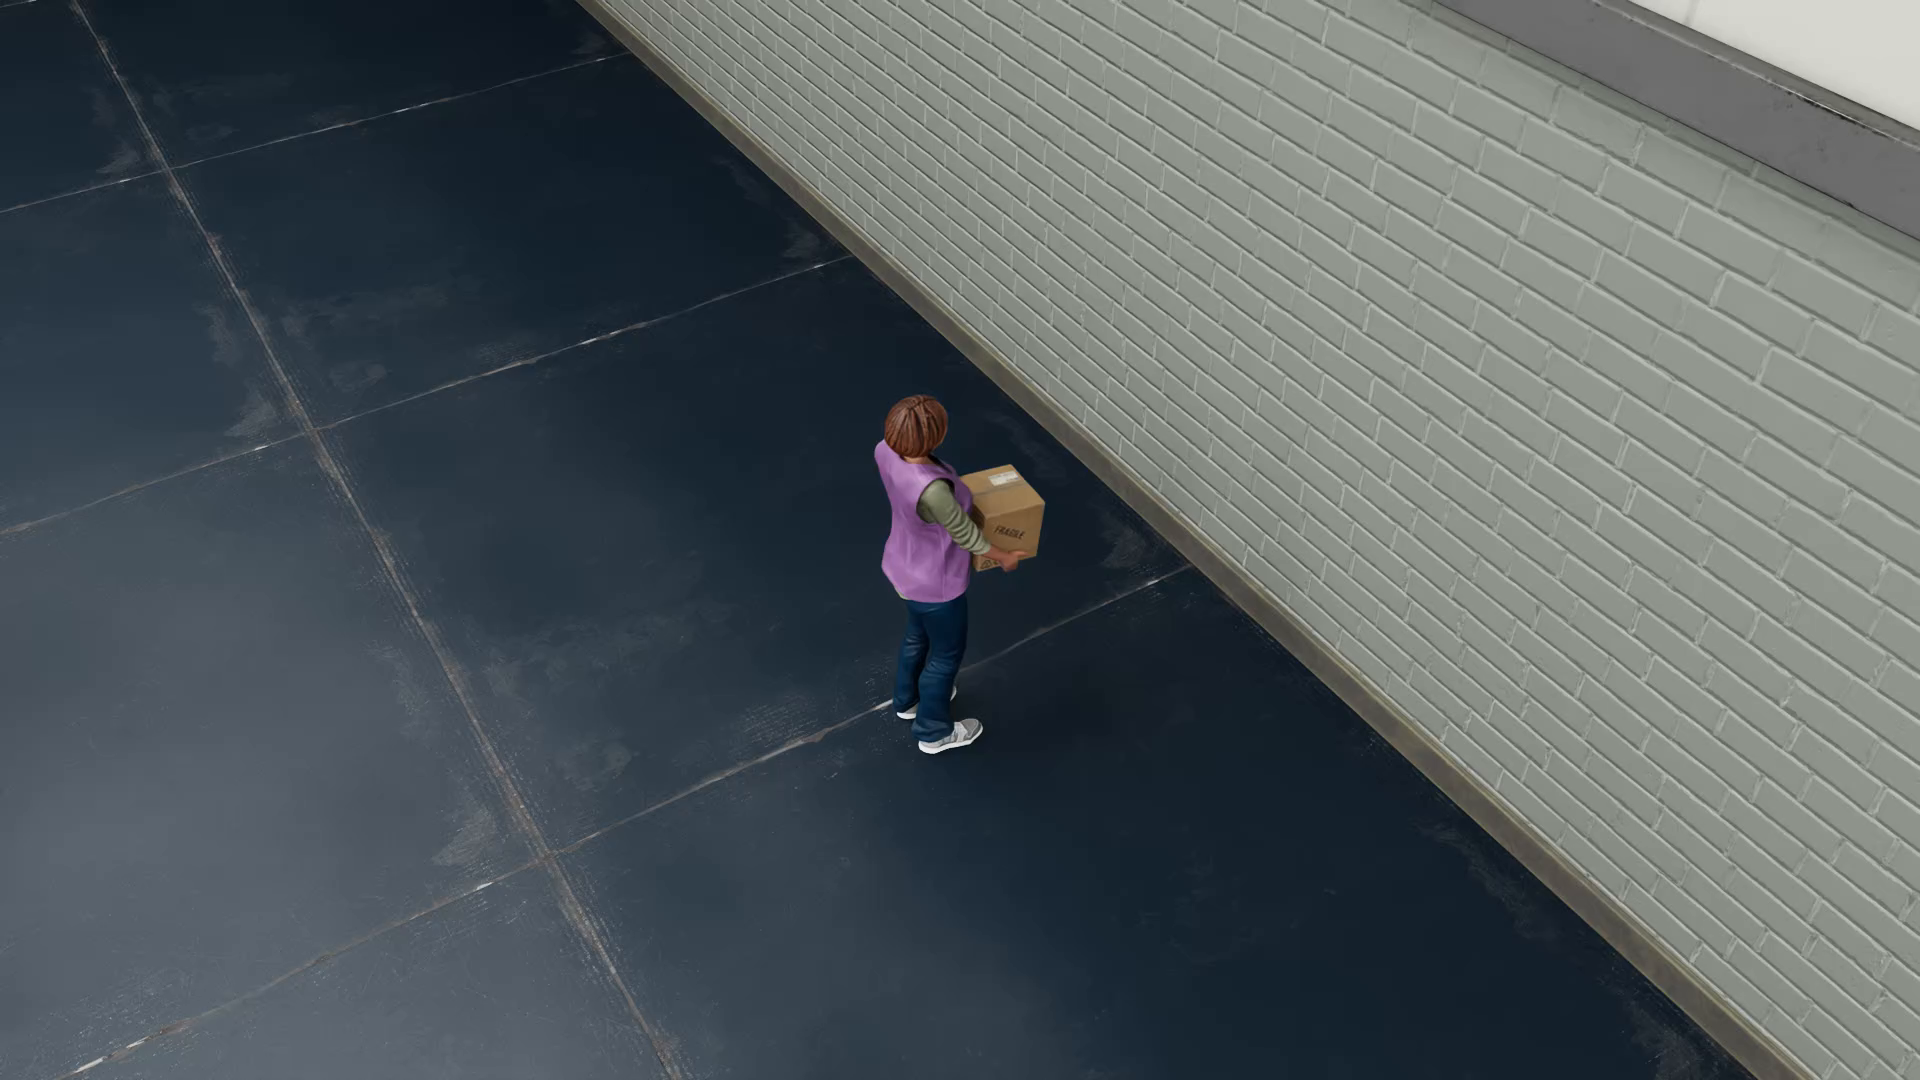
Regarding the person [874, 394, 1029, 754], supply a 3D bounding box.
[{"bbox_3d":[-0.034,0.101,6.058,0.495,1.592,0.401,-20,45,-21],"label":"person"}]
